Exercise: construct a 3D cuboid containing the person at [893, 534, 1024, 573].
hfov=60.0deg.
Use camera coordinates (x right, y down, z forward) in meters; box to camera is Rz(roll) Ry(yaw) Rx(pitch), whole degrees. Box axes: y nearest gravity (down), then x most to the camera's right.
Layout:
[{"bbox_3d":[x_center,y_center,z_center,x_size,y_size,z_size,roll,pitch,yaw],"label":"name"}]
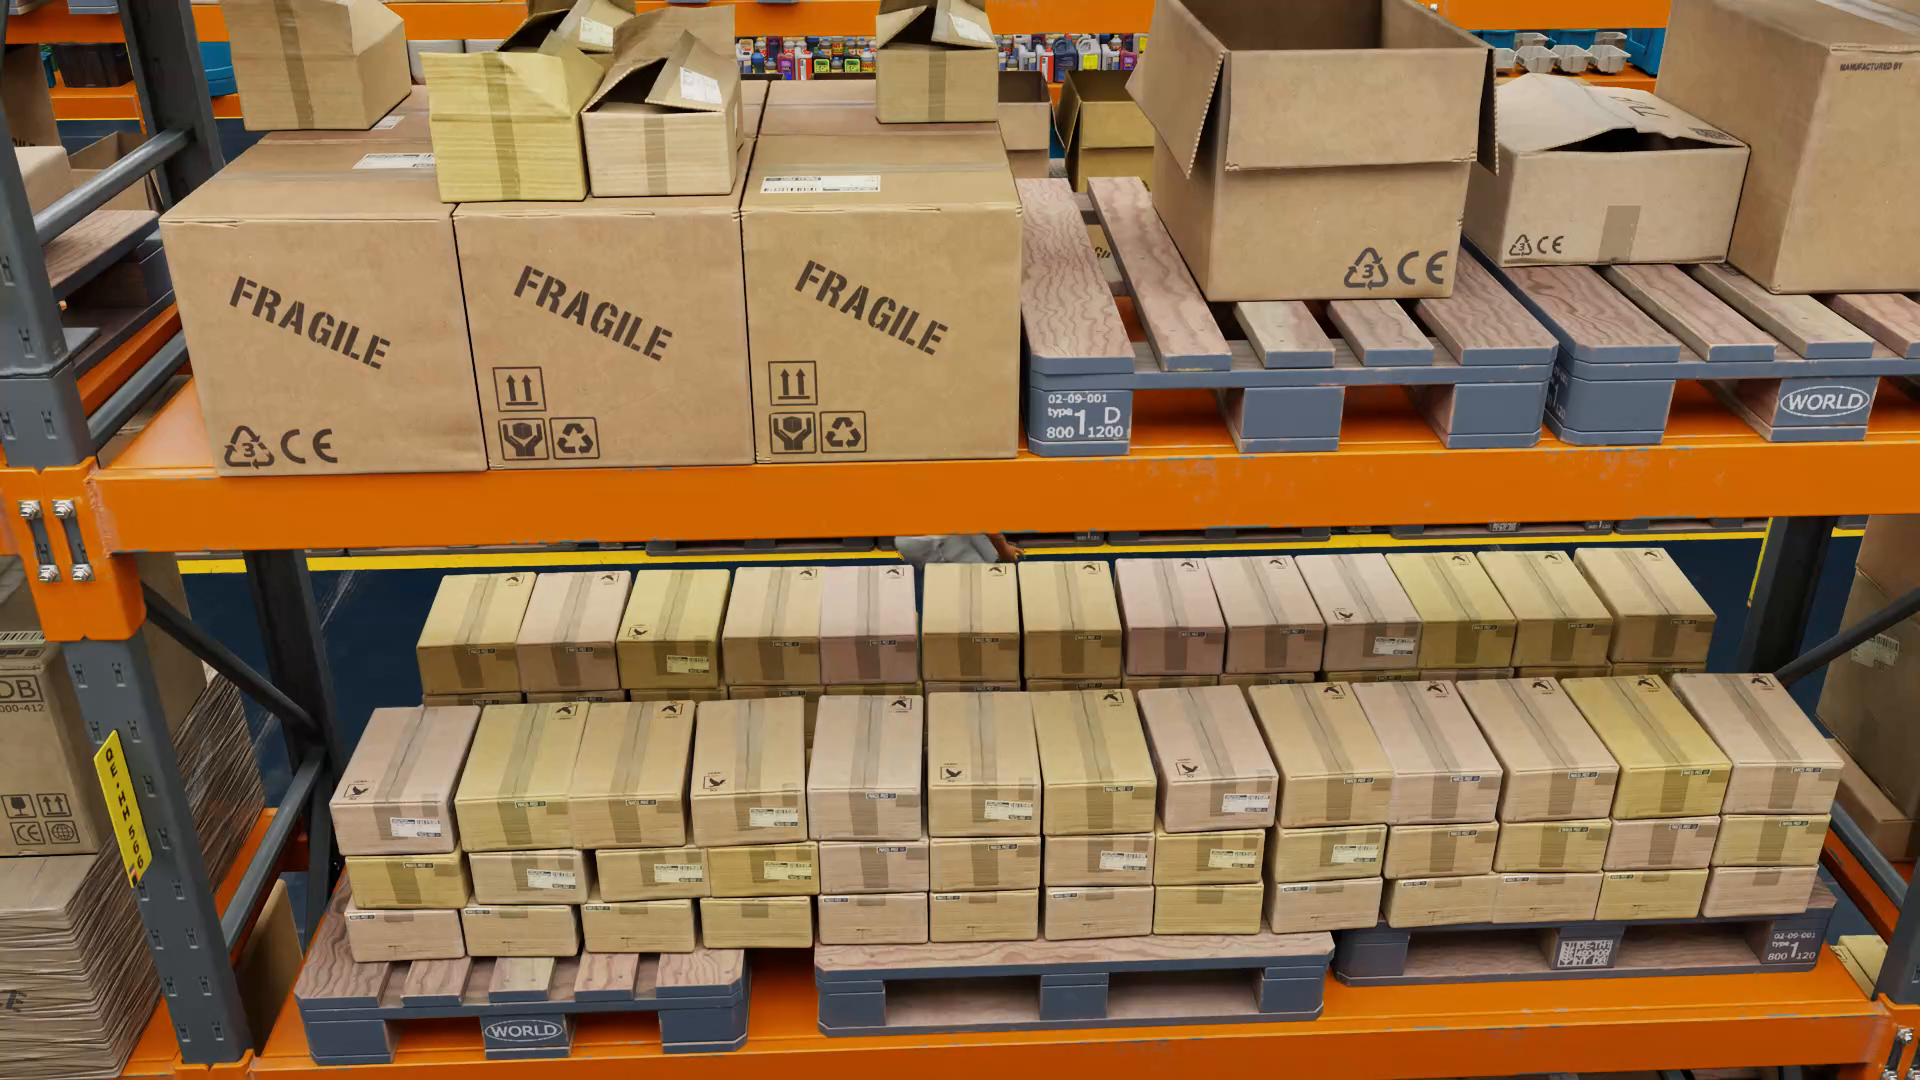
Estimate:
[{"bbox_3d":[0.023,-0.079,7.559,0.709,1.406,0.535,-1,28,-2],"label":"person"}]
